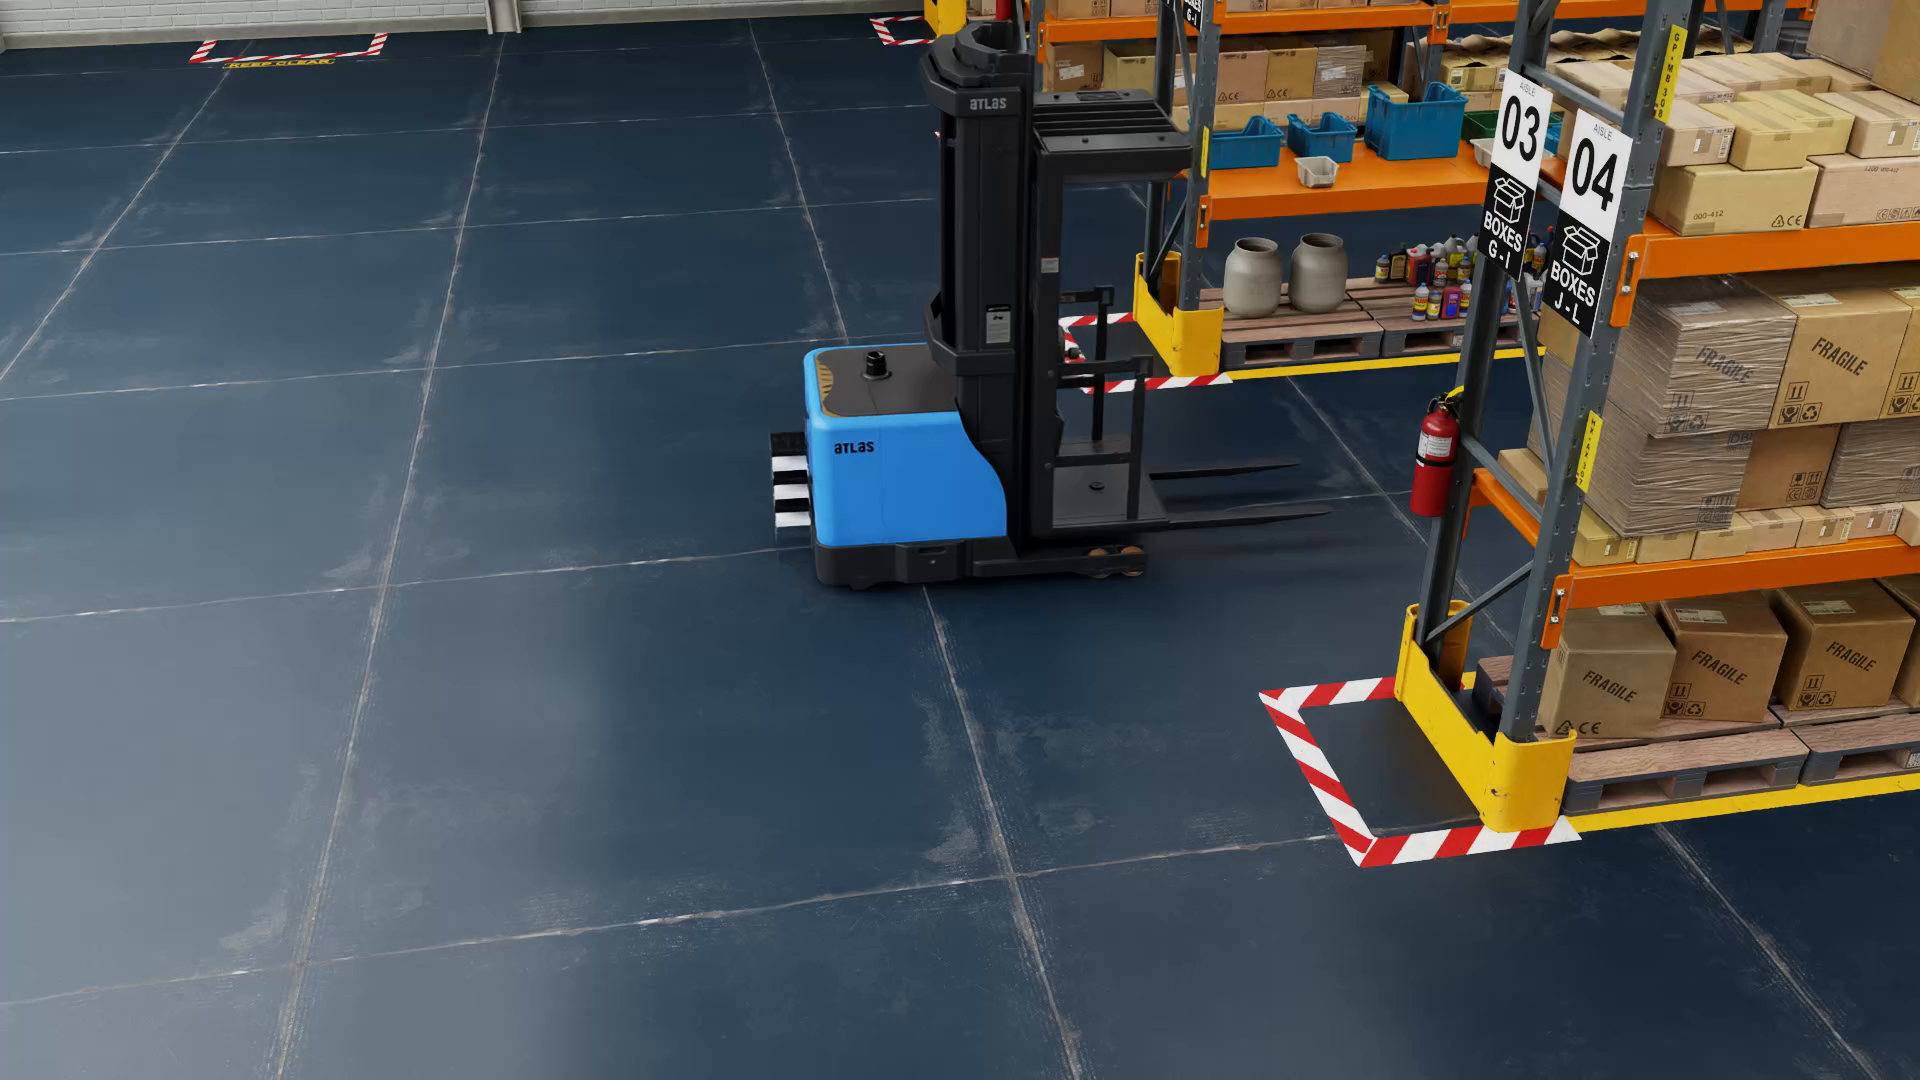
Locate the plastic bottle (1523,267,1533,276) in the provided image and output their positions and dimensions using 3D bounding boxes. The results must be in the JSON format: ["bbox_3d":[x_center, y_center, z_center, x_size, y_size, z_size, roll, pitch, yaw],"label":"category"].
[{"bbox_3d":[4.189,-1.895,12.373,0.133,0.283,0.061,-5,31,-9],"label":"plastic bottle"}]

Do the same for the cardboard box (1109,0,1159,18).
[{"bbox_3d":[1.611,-5.320,15.854,0.500,0.500,0.700,-5,31,-8],"label":"cardboard box"}]

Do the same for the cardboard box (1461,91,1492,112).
[{"bbox_3d":[5.010,-4.464,16.796,0.500,0.250,0.500,-6,31,-10],"label":"cardboard box"}]

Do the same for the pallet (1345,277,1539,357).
[{"bbox_3d":[3.587,-1.730,12.598,1.213,0.211,1.003,-5,31,-9],"label":"pallet"}]

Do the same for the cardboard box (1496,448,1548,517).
[{"bbox_3d":[2.658,-0.271,7.614,0.250,0.149,0.380,-5,31,-9],"label":"cardboard box"}]

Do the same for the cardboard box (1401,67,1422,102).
[{"bbox_3d":[4.924,-4.733,17.254,0.500,0.250,0.500,-6,31,-9],"label":"cardboard box"}]

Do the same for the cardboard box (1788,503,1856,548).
[{"bbox_3d":[3.725,-0.131,7.375,0.250,0.149,0.380,-5,31,-9],"label":"cardboard box"}]

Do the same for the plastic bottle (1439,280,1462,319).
[{"bbox_3d":[3.588,-1.761,12.145,0.133,0.283,0.061,-5,31,-8],"label":"plastic bottle"}]

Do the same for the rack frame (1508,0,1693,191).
[{"bbox_3d":[2.415,-2.837,5.811,0.127,3.000,1.000,-5,31,-9],"label":"rack frame"}]

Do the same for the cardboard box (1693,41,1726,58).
[{"bbox_3d":[7.522,-4.937,17.046,0.500,0.311,0.500,-6,31,-10],"label":"cardboard box"}]

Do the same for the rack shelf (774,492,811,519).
[{"bbox_3d":[-0.971,-0.218,9.591,0.200,0.077,0.258,-4,31,-6],"label":"rack shelf"}]

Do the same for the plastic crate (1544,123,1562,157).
[{"bbox_3d":[4.418,-2.785,11.788,0.616,0.251,0.499,-5,31,-9],"label":"plastic crate"}]

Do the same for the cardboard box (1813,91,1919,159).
[{"bbox_3d":[3.507,-1.610,6.439,0.250,0.149,0.380,-4,31,-7],"label":"cardboard box"}]

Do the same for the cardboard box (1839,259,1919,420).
[{"bbox_3d":[3.990,-0.856,6.982,0.500,0.500,0.500,-5,31,-9],"label":"cardboard box"}]

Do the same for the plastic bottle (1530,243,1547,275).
[{"bbox_3d":[4.468,-2.159,12.834,0.097,0.271,0.097,0,30,0],"label":"plastic bottle"}]

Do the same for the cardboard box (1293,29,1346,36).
[{"bbox_3d":[3.566,-4.939,16.862,0.500,0.500,0.500,-5,31,-9],"label":"cardboard box"}]

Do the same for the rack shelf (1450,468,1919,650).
[{"bbox_3d":[4.382,-0.123,7.824,4.000,0.370,1.077,-5,31,-9],"label":"rack shelf"}]

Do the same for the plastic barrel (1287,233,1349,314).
[{"bbox_3d":[2.649,-1.973,12.300,0.421,0.512,0.421,0,30,0],"label":"plastic barrel"}]

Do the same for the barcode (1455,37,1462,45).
[{"bbox_3d":[4.895,-4.897,16.318,0.075,0.075,0.001,-5,31,-9],"label":"barcode"}]

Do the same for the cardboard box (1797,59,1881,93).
[{"bbox_3d":[3.667,-1.872,6.884,0.250,0.149,0.380,-5,31,-8],"label":"cardboard box"}]

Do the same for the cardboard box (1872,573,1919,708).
[{"bbox_3d":[4.790,0.449,8.193,0.500,0.500,0.500,-8,31,-13],"label":"cardboard box"}]

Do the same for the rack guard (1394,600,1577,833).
[{"bbox_3d":[2.490,0.820,7.977,0.348,0.500,1.175,-5,31,-9],"label":"rack guard"}]

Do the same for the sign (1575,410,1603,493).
[{"bbox_3d":[2.513,-0.353,6.652,0.005,0.325,0.100,-5,31,-9],"label":"sign"}]

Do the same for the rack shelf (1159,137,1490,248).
[{"bbox_3d":[3.490,-2.593,12.024,4.000,0.370,1.077,-5,31,-9],"label":"rack shelf"}]

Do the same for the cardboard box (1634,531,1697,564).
[{"bbox_3d":[2.987,-0.063,7.260,0.250,0.149,0.380,-5,31,-9],"label":"cardboard box"}]

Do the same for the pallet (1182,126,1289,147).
[{"bbox_3d":[2.576,-4.188,16.779,1.213,0.211,1.003,-5,31,-9],"label":"pallet"}]

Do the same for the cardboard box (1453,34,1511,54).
[{"bbox_3d":[5.426,-5.023,17.193,0.500,0.311,0.500,-4,31,-8],"label":"cardboard box"}]

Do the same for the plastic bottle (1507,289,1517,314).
[{"bbox_3d":[4.097,-1.782,12.262,0.097,0.201,0.097,0,30,0],"label":"plastic bottle"}]

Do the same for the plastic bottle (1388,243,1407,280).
[{"bbox_3d":[3.362,-2.145,12.799,0.133,0.283,0.061,-5,31,-8],"label":"plastic bottle"}]

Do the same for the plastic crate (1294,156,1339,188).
[{"bbox_3d":[2.461,-2.528,11.464,0.250,0.136,0.298,-5,31,-9],"label":"plastic crate"}]

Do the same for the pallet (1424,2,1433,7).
[{"bbox_3d":[5.641,-7.008,21.574,1.213,0.211,1.003,-5,31,-9],"label":"pallet"}]

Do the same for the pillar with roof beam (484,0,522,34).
[{"bbox_3d":[-4.855,-8.047,14.671,0.400,9.000,9.100,-5,31,-9],"label":"pillar with roof beam"}]

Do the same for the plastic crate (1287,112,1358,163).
[{"bbox_3d":[2.601,-2.907,11.996,0.408,0.251,0.499,-5,31,-9],"label":"plastic crate"}]

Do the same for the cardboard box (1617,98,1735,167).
[{"bbox_3d":[2.727,-1.561,6.355,0.250,0.149,0.380,-6,31,-9],"label":"cardboard box"}]

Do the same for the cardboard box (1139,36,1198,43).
[{"bbox_3d":[2.089,-4.805,16.636,0.500,0.500,0.500,-5,31,-9],"label":"cardboard box"}]

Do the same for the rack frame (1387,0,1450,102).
[{"bbox_3d":[4.569,-5.555,16.353,0.127,3.000,1.000,-5,31,-9],"label":"rack frame"}]

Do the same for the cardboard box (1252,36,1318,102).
[{"bbox_3d":[3.167,-4.636,16.347,0.500,0.500,0.500,-5,31,-9],"label":"cardboard box"}]

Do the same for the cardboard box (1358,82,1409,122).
[{"bbox_3d":[4.152,-4.400,16.686,0.500,0.250,0.500,-5,31,-9],"label":"cardboard box"}]

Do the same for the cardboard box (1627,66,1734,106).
[{"bbox_3d":[2.909,-1.797,6.757,0.250,0.149,0.380,-6,31,-11],"label":"cardboard box"}]

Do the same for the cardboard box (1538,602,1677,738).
[{"bbox_3d":[3.032,0.597,7.941,0.500,0.500,0.500,0,30,0],"label":"cardboard box"}]

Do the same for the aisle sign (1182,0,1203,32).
[{"bbox_3d":[1.505,-3.688,10.613,0.004,0.787,0.394,-5,31,-9],"label":"aisle sign"}]

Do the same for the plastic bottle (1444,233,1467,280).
[{"bbox_3d":[3.802,-2.193,12.814,0.185,0.351,0.144,-4,31,-7],"label":"plastic bottle"}]

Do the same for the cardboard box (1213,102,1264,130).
[{"bbox_3d":[2.678,-4.260,16.448,0.500,0.250,0.500,-5,31,-9],"label":"cardboard box"}]

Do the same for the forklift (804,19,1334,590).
[{"bbox_3d":[0.642,-1.306,9.194,3.031,2.935,1.130,-4,31,-6],"label":"forklift"}]

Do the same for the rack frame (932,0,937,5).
[{"bbox_3d":[-0.262,-7.660,19.932,0.127,3.000,1.000,-5,31,-9],"label":"rack frame"}]

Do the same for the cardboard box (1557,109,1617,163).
[{"bbox_3d":[2.843,-1.650,6.899,0.500,0.250,0.500,-5,31,-8],"label":"cardboard box"}]

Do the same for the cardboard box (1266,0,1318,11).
[{"bbox_3d":[3.122,-5.460,16.091,0.500,0.500,0.700,-5,31,-8],"label":"cardboard box"}]

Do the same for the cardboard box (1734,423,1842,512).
[{"bbox_3d":[3.431,-0.564,7.472,0.500,0.500,0.875,-5,31,-9],"label":"cardboard box"}]

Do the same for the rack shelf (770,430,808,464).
[{"bbox_3d":[-0.971,-0.529,9.409,0.200,0.077,0.258,-4,31,-6],"label":"rack shelf"}]

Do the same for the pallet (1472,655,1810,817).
[{"bbox_3d":[3.295,0.888,8.146,1.213,0.211,1.003,-5,31,-9],"label":"pallet"}]

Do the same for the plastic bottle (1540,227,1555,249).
[{"bbox_3d":[4.589,-2.266,12.939,0.185,0.351,0.144,-4,31,-8],"label":"plastic bottle"}]

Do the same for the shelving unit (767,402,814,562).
[{"bbox_3d":[-0.971,-0.325,9.529,0.210,0.900,0.258,-4,31,-6],"label":"shelving unit"}]

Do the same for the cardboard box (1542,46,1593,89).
[{"bbox_3d":[6.022,-4.797,16.809,0.500,0.311,0.500,-6,31,-11],"label":"cardboard box"}]

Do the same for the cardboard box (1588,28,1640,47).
[{"bbox_3d":[6.918,-5.159,17.424,0.500,0.311,0.500,-6,31,-10],"label":"cardboard box"}]

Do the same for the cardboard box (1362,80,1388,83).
[{"bbox_3d":[4.058,-4.660,17.128,0.500,0.250,0.500,-5,31,-9],"label":"cardboard box"}]

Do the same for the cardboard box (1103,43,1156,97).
[{"bbox_3d":[1.693,-4.494,16.106,0.500,0.500,0.500,-5,31,-9],"label":"cardboard box"}]

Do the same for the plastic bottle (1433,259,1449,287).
[{"bbox_3d":[3.680,-2.051,12.720,0.097,0.201,0.097,0,30,0],"label":"plastic bottle"}]
